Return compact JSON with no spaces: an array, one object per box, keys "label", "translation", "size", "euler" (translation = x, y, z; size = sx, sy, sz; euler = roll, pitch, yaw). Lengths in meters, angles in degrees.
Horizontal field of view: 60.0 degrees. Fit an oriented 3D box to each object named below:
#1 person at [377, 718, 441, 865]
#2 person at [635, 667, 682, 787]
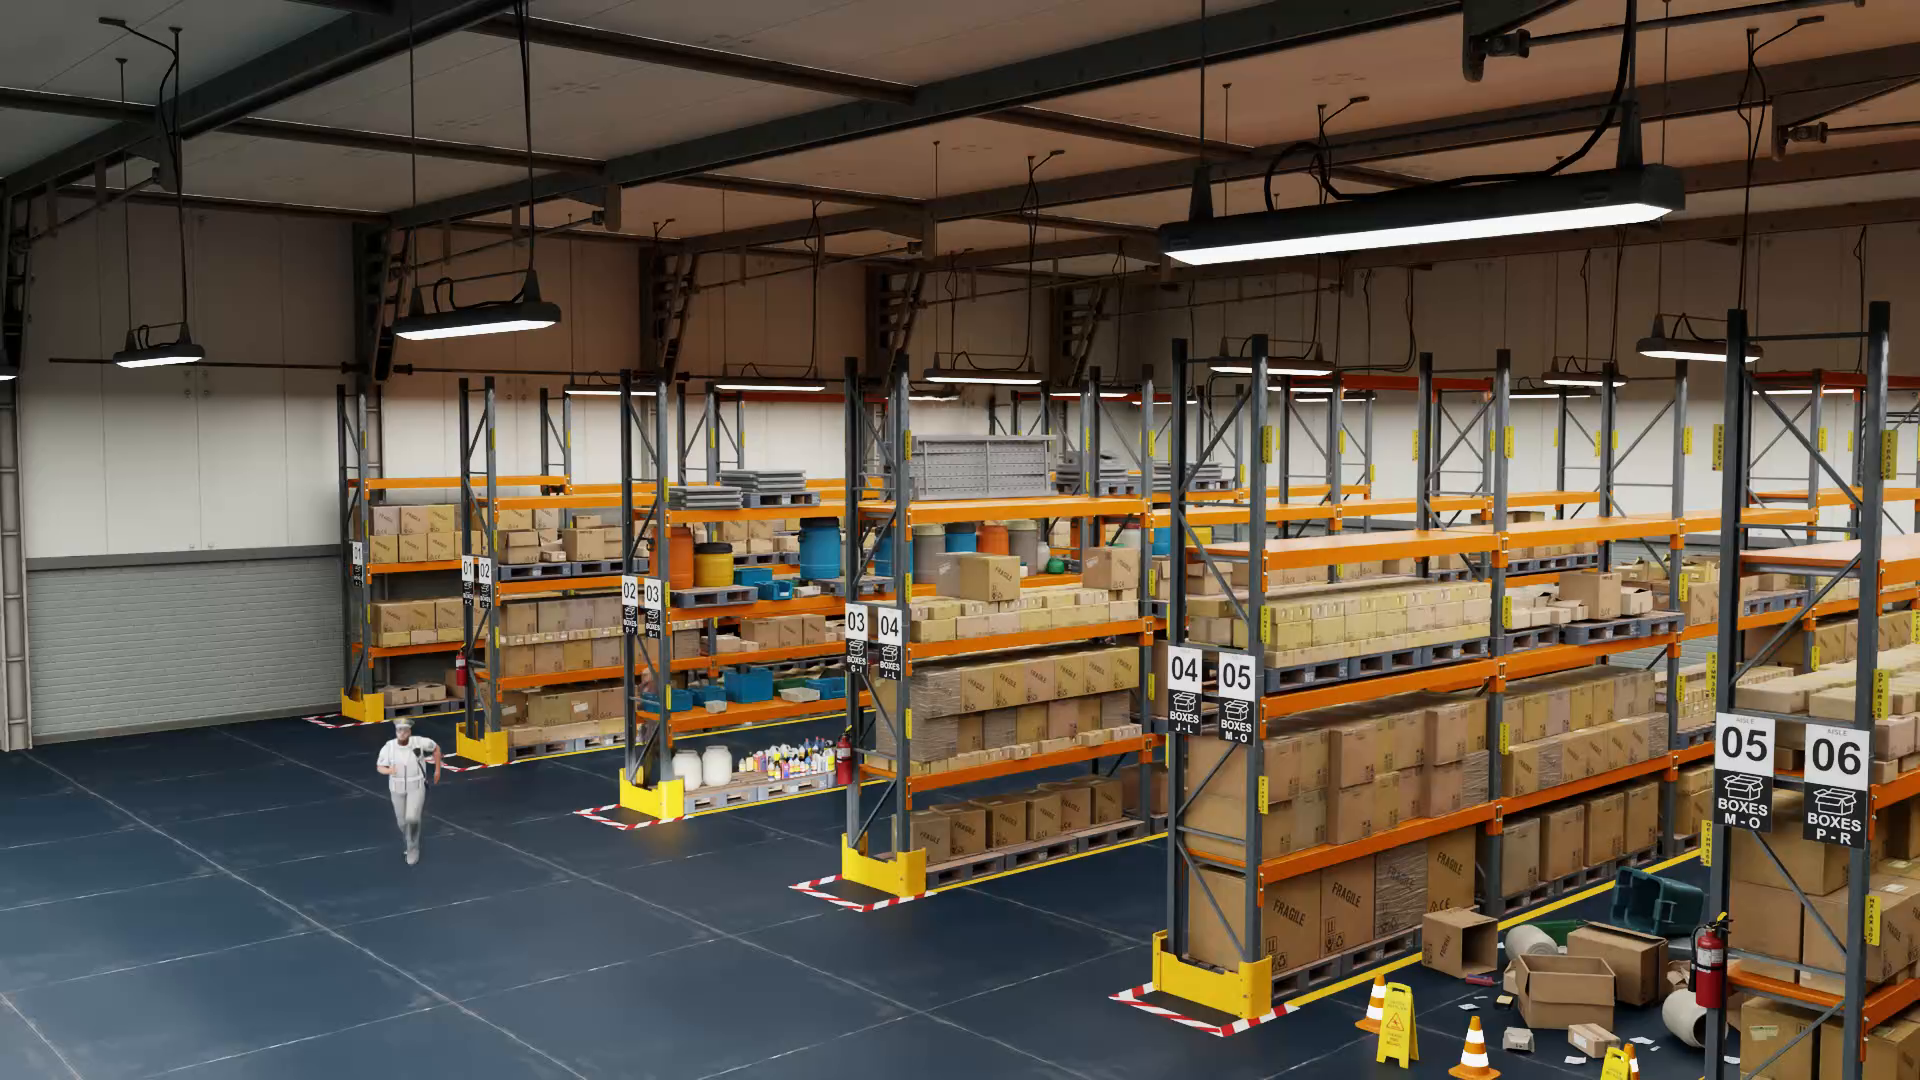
[{"label":"person","translation":[-6.585,2.982,19.867],"size":[0.693,1.780,0.834],"euler":[-1,4,-9]},{"label":"person","translation":[-4.425,2.711,24.277],"size":[0.736,1.751,1.017],"euler":[3,5,37]}]
